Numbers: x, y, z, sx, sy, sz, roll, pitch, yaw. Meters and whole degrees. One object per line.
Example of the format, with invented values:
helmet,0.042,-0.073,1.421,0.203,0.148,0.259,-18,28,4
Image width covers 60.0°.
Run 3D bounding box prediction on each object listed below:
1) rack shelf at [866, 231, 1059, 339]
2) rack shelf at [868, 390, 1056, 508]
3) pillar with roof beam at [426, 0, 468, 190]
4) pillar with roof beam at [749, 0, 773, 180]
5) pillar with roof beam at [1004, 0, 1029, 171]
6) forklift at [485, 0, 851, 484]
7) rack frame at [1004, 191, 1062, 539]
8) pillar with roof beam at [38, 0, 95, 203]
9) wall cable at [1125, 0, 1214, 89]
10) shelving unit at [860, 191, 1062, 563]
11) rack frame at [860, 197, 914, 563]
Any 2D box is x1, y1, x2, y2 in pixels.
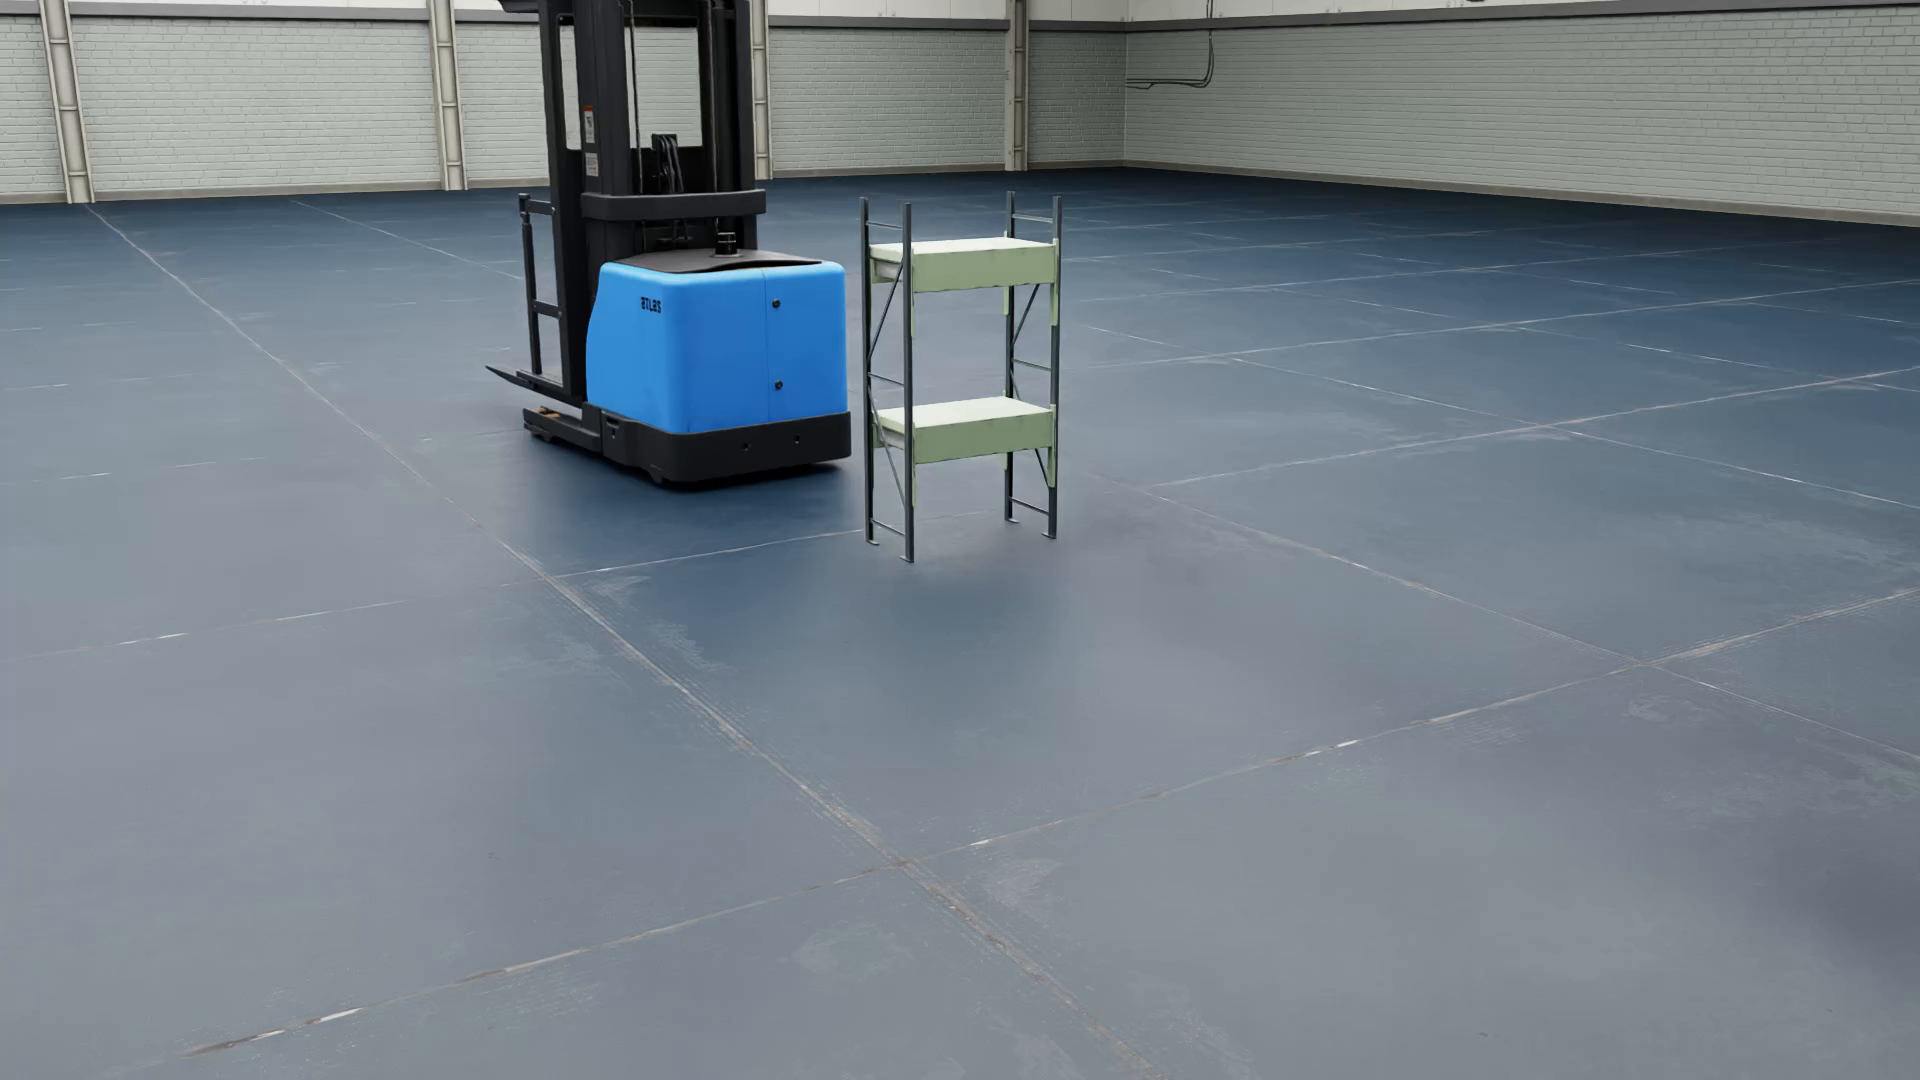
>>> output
rack shelf,0.006,-1.099,7.105,0.720,0.370,0.431,-9,18,-30
rack shelf,0.006,-0.409,7.299,0.720,0.370,0.431,-9,18,-30
pillar with roof beam,-6.867,-9.638,25.121,0.400,9.000,9.100,-9,18,-30
pillar with roof beam,-1.724,-10.472,28.097,0.400,9.000,9.100,-9,18,-30
pillar with roof beam,3.419,-11.306,31.072,0.400,9.000,9.100,-9,18,-30
forklift,-1.845,-2.029,9.217,1.130,2.935,3.031,-11,19,-35
rack frame,0.319,-0.774,7.392,0.023,1.500,0.400,-9,18,-30
pillar with roof beam,-12.010,-8.804,22.146,0.400,9.000,9.100,-9,18,-30
wall cable,4.409,-10.911,35.414,0.112,2.526,3.097,-9,18,-30
shelving unit,0.006,-0.723,7.211,0.755,1.500,0.431,-9,18,-30
rack frame,-0.308,-0.672,7.029,0.023,1.500,0.400,-9,18,-30
